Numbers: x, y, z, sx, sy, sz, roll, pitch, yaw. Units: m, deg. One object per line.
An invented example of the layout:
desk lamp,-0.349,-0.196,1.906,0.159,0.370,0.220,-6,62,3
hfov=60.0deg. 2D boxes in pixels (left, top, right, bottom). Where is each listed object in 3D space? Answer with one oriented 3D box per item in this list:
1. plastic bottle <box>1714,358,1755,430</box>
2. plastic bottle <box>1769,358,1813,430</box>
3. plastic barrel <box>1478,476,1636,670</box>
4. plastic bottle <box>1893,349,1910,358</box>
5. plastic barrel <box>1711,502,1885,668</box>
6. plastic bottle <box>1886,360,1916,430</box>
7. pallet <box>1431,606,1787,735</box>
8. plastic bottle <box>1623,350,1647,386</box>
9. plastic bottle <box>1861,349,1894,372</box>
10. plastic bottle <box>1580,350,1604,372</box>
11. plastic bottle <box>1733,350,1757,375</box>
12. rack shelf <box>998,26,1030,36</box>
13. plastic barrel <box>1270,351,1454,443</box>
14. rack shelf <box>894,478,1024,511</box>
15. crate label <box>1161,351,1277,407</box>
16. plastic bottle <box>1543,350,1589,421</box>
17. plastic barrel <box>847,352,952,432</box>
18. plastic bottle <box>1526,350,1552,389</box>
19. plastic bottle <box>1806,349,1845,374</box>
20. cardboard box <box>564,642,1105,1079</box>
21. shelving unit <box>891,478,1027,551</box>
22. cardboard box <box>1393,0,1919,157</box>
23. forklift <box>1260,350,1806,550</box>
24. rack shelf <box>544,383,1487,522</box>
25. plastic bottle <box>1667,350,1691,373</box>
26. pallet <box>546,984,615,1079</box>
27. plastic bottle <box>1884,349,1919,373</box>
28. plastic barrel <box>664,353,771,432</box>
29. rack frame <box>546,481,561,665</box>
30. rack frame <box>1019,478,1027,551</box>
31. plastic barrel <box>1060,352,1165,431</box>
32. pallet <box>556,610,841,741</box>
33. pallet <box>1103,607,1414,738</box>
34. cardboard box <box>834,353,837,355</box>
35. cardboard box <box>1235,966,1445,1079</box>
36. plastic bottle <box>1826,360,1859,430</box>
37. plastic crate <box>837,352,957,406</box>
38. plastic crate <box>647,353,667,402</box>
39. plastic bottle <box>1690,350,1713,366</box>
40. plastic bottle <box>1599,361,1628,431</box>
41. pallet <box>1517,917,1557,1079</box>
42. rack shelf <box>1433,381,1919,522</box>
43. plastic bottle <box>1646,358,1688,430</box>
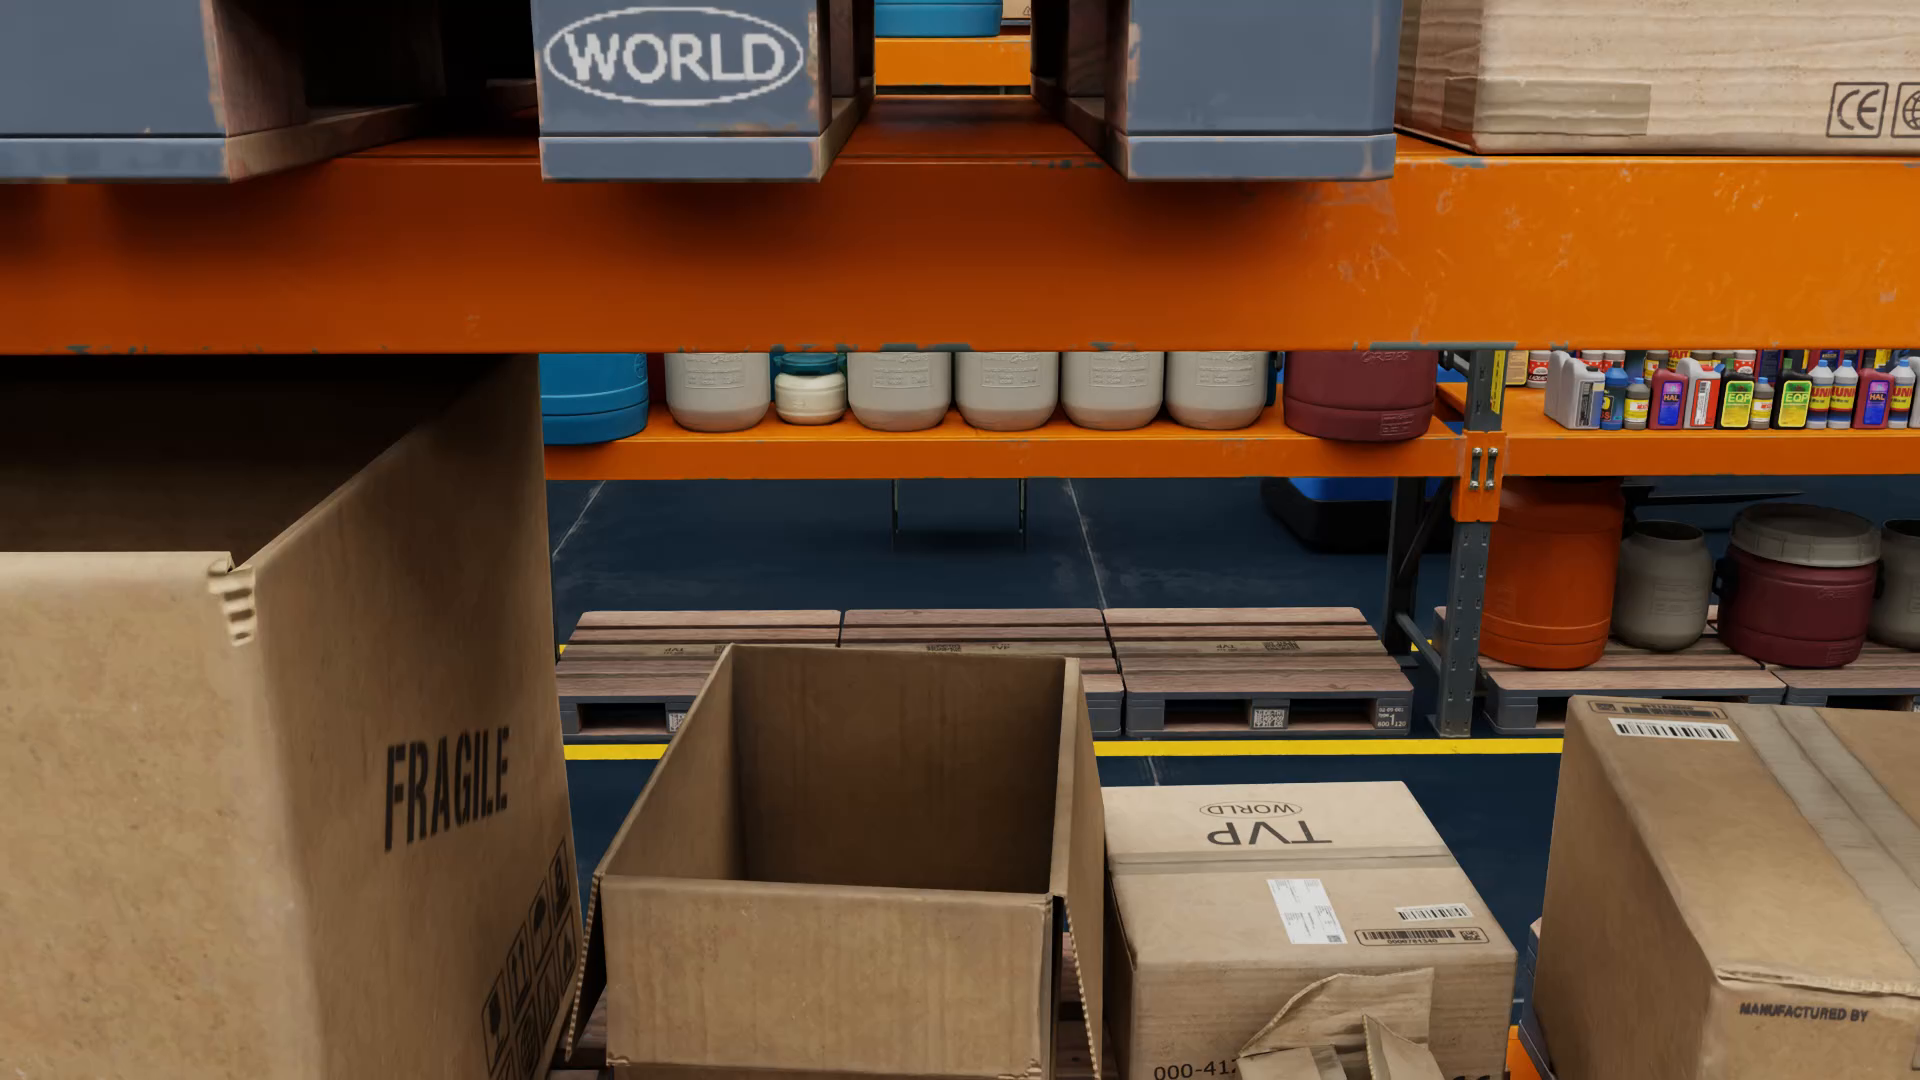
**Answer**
plastic bottle,3.097,-0.584,6.649,0.133,0.283,0.061,0,18,-1
plastic bottle,3.328,-0.585,6.652,0.133,0.283,0.061,0,18,-1
plastic barrel,2.551,0.078,7.258,0.708,0.830,0.600,0,18,-1
plastic bottle,4.126,-0.777,7.269,0.097,0.271,0.097,0,18,0
plastic barrel,3.680,0.188,7.311,0.708,0.588,0.600,0,18,-1
plastic bottle,3.771,-0.587,6.678,0.097,0.271,0.097,0,18,0
pallet,2.850,0.564,7.444,1.213,0.211,1.003,0,18,-1
plastic bottle,3.001,-0.815,7.389,0.097,0.271,0.097,0,18,0
plastic bottle,4.081,-0.851,7.371,0.185,0.351,0.144,0,18,-1
plastic bottle,2.806,-0.781,7.397,0.097,0.201,0.097,0,18,0
plastic bottle,3.488,-0.784,7.407,0.097,0.201,0.097,0,18,0
rack shelf,-0.012,-3.336,11.304,4.000,0.370,1.077,0,18,-1
plastic barrel,1.603,-0.717,6.651,0.708,0.536,0.600,0,18,-1
rack shelf,-0.007,-0.404,9.418,0.720,0.370,0.431,0,18,-1
crate label,1.064,-0.842,7.204,0.616,0.435,0.502,0,18,-1
plastic bottle,2.497,-0.638,6.829,0.135,0.276,0.152,0,18,-1
plastic barrel,-0.244,-0.734,6.702,0.433,0.535,0.433,0,18,0
plastic bottle,2.575,-0.780,7.394,0.097,0.201,0.097,0,18,0
plastic bottle,3.790,-0.786,7.280,0.133,0.283,0.061,0,18,-1
cardboard box,-0.127,0.499,2.225,0.637,0.503,0.797,2,18,5
shelving unit,-0.007,-0.714,9.318,0.755,1.500,0.431,0,18,-1
cardboard box,0.671,-0.506,1.550,0.500,0.250,0.500,0,18,1
forklift,3.384,-1.513,9.465,3.031,2.935,1.130,-2,18,-6
rack shelf,0.062,-0.395,7.047,4.000,0.370,1.077,0,18,-1
plastic bottle,3.196,-0.816,7.392,0.097,0.271,0.097,0,18,0
pallet,-1.093,0.917,2.093,1.213,0.211,1.003,0,18,-1
plastic bottle,3.909,-0.679,6.835,0.185,0.351,0.144,0,18,-1
plastic barrel,-0.977,-0.730,6.691,0.433,0.535,0.433,0,18,0
rack frame,-1.937,-0.728,6.907,0.127,3.000,1.000,0,18,-1
rack frame,0.359,-0.716,9.324,0.023,1.500,0.400,0,18,-1
plastic barrel,0.616,-0.728,6.725,0.421,0.512,0.421,0,18,0
pallet,-1.153,0.584,7.381,1.213,0.211,1.003,0,18,-1
pallet,1.287,0.572,7.418,1.213,0.211,1.003,0,18,-1
cardboard box,-1.094,-1.325,11.664,0.500,0.311,0.500,0,18,-2
cardboard box,0.477,0.720,1.925,0.258,0.266,0.396,-1,18,-2
plastic bottle,3.540,-0.586,6.675,0.097,0.271,0.097,0,18,0
plastic crate,-0.201,-0.722,7.234,0.662,0.188,0.450,0,18,-1
plastic crate,-1.458,-0.854,7.195,0.583,0.464,0.402,0,18,-1
plastic bottle,3.293,-0.783,7.404,0.097,0.201,0.097,0,18,0
plastic bottle,2.616,-0.582,6.661,0.097,0.271,0.097,0,18,0
pallet,1.429,0.893,2.168,1.003,0.211,1.213,0,18,-1
rack shelf,4.062,-0.414,7.107,4.000,0.370,1.077,0,18,-1
plastic bottle,2.829,-0.583,6.645,0.133,0.283,0.061,0,18,-1
